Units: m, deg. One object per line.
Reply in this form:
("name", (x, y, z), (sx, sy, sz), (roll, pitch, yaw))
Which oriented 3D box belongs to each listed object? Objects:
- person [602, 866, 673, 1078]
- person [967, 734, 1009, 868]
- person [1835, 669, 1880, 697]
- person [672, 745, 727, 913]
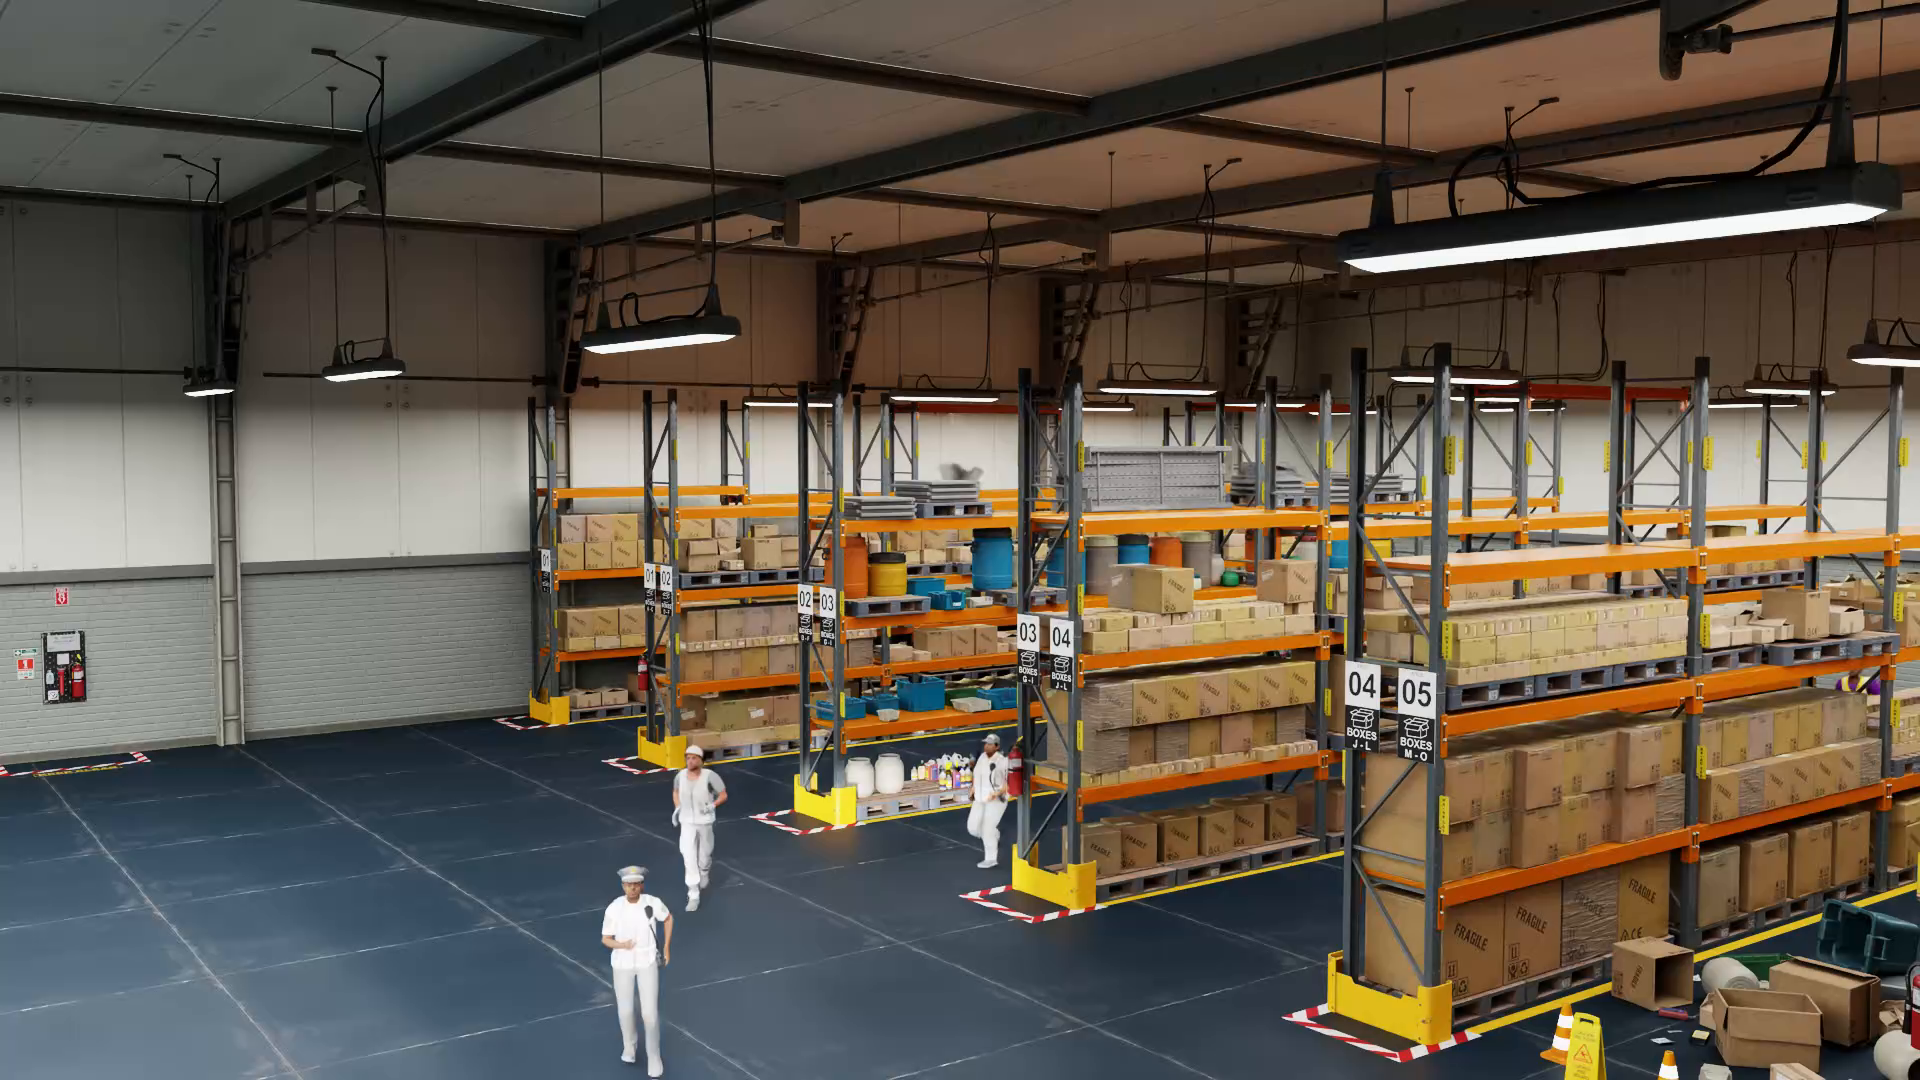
("person", (-2.639, 3.525, 13.611), (0.564, 1.756, 0.712), (0, 3, -8))
("person", (0.412, 3.164, 20.273), (0.628, 1.619, 0.562), (3, 5, 43))
("person", (14.161, 2.761, 26.301), (0.719, 1.715, 0.577), (3, 4, 41))
("person", (-2.921, 3.179, 18.599), (0.643, 1.787, 0.877), (0, 3, 3))
